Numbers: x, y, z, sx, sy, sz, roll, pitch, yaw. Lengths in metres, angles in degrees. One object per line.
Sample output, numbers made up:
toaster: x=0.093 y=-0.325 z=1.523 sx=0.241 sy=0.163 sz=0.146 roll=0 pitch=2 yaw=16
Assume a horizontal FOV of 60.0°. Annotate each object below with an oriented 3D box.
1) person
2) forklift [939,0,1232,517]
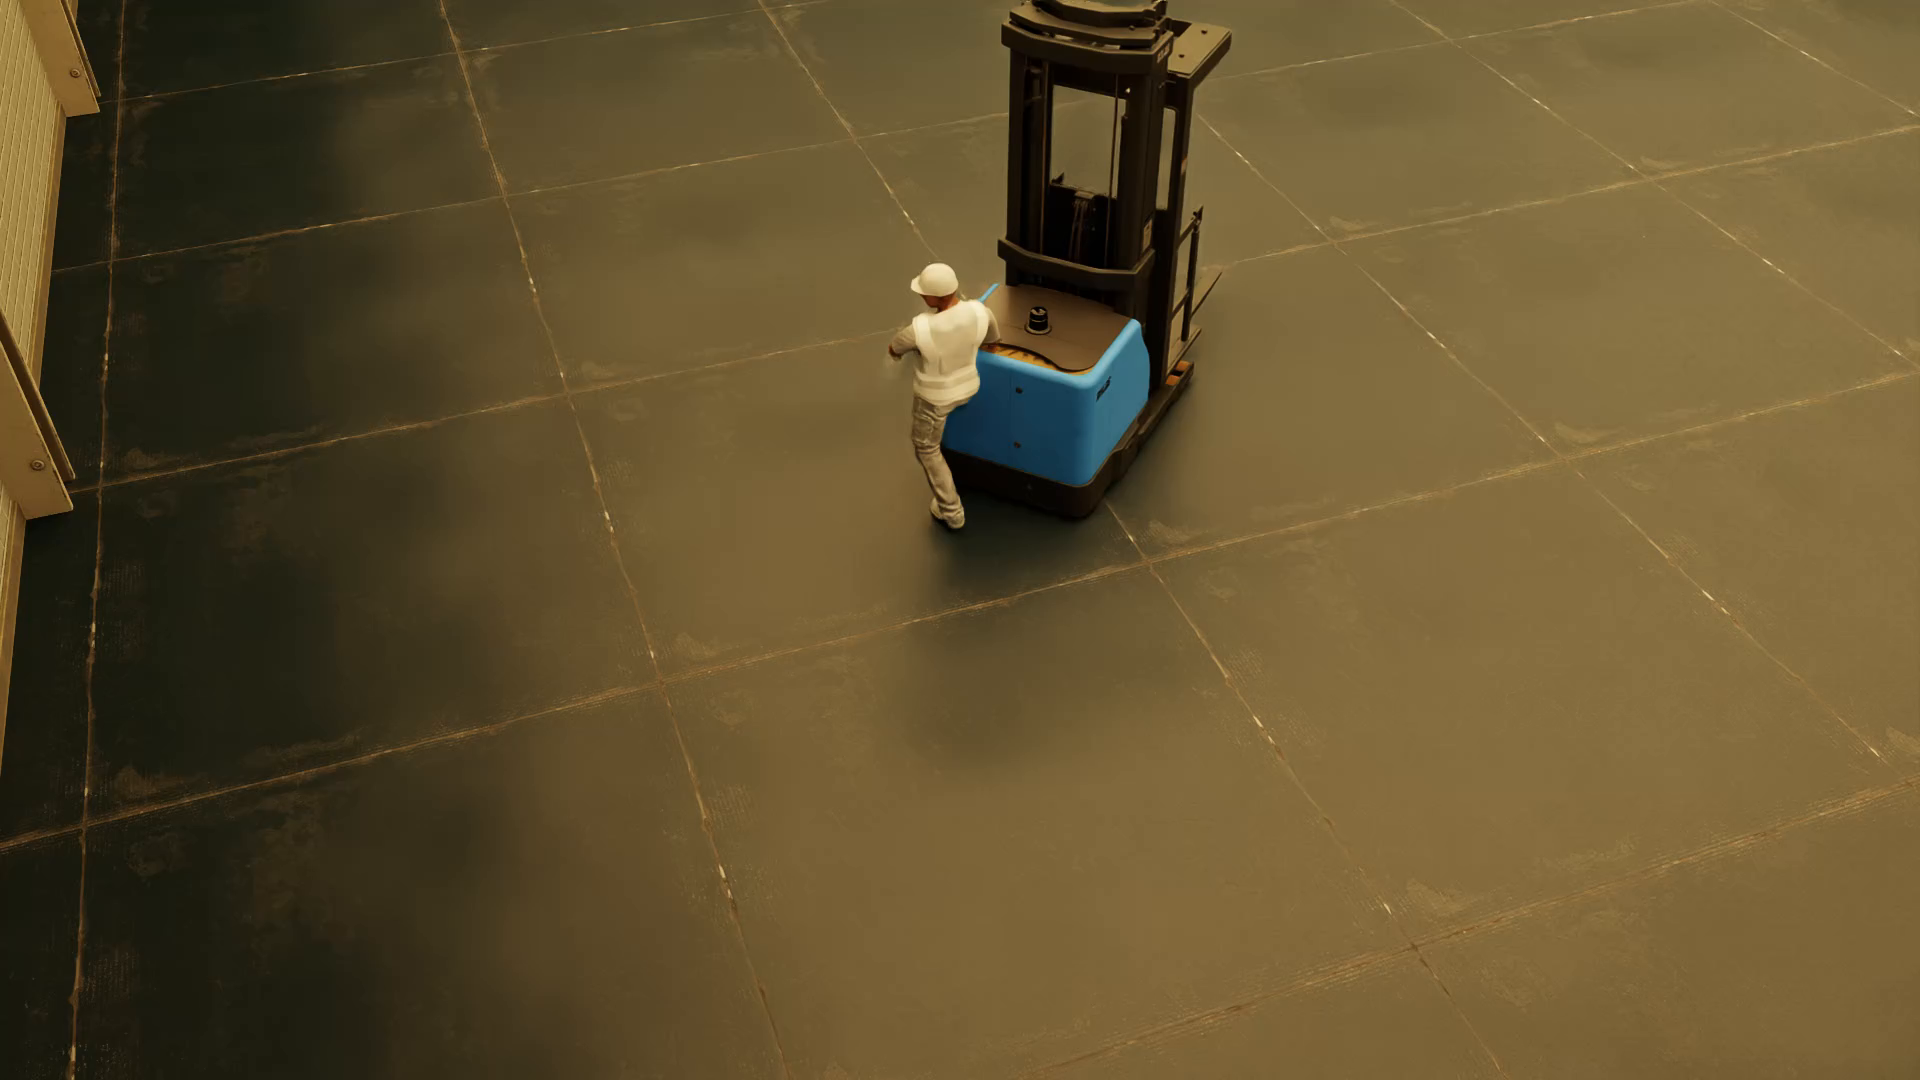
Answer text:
person: x=-0.065 y=-0.990 z=10.146 sx=0.727 sy=1.719 sz=0.823 roll=-24 pitch=46 yaw=-26
forklift: x=0.974 y=-2.206 z=10.624 sx=1.130 sy=2.935 sz=3.031 roll=18 pitch=43 yaw=20
